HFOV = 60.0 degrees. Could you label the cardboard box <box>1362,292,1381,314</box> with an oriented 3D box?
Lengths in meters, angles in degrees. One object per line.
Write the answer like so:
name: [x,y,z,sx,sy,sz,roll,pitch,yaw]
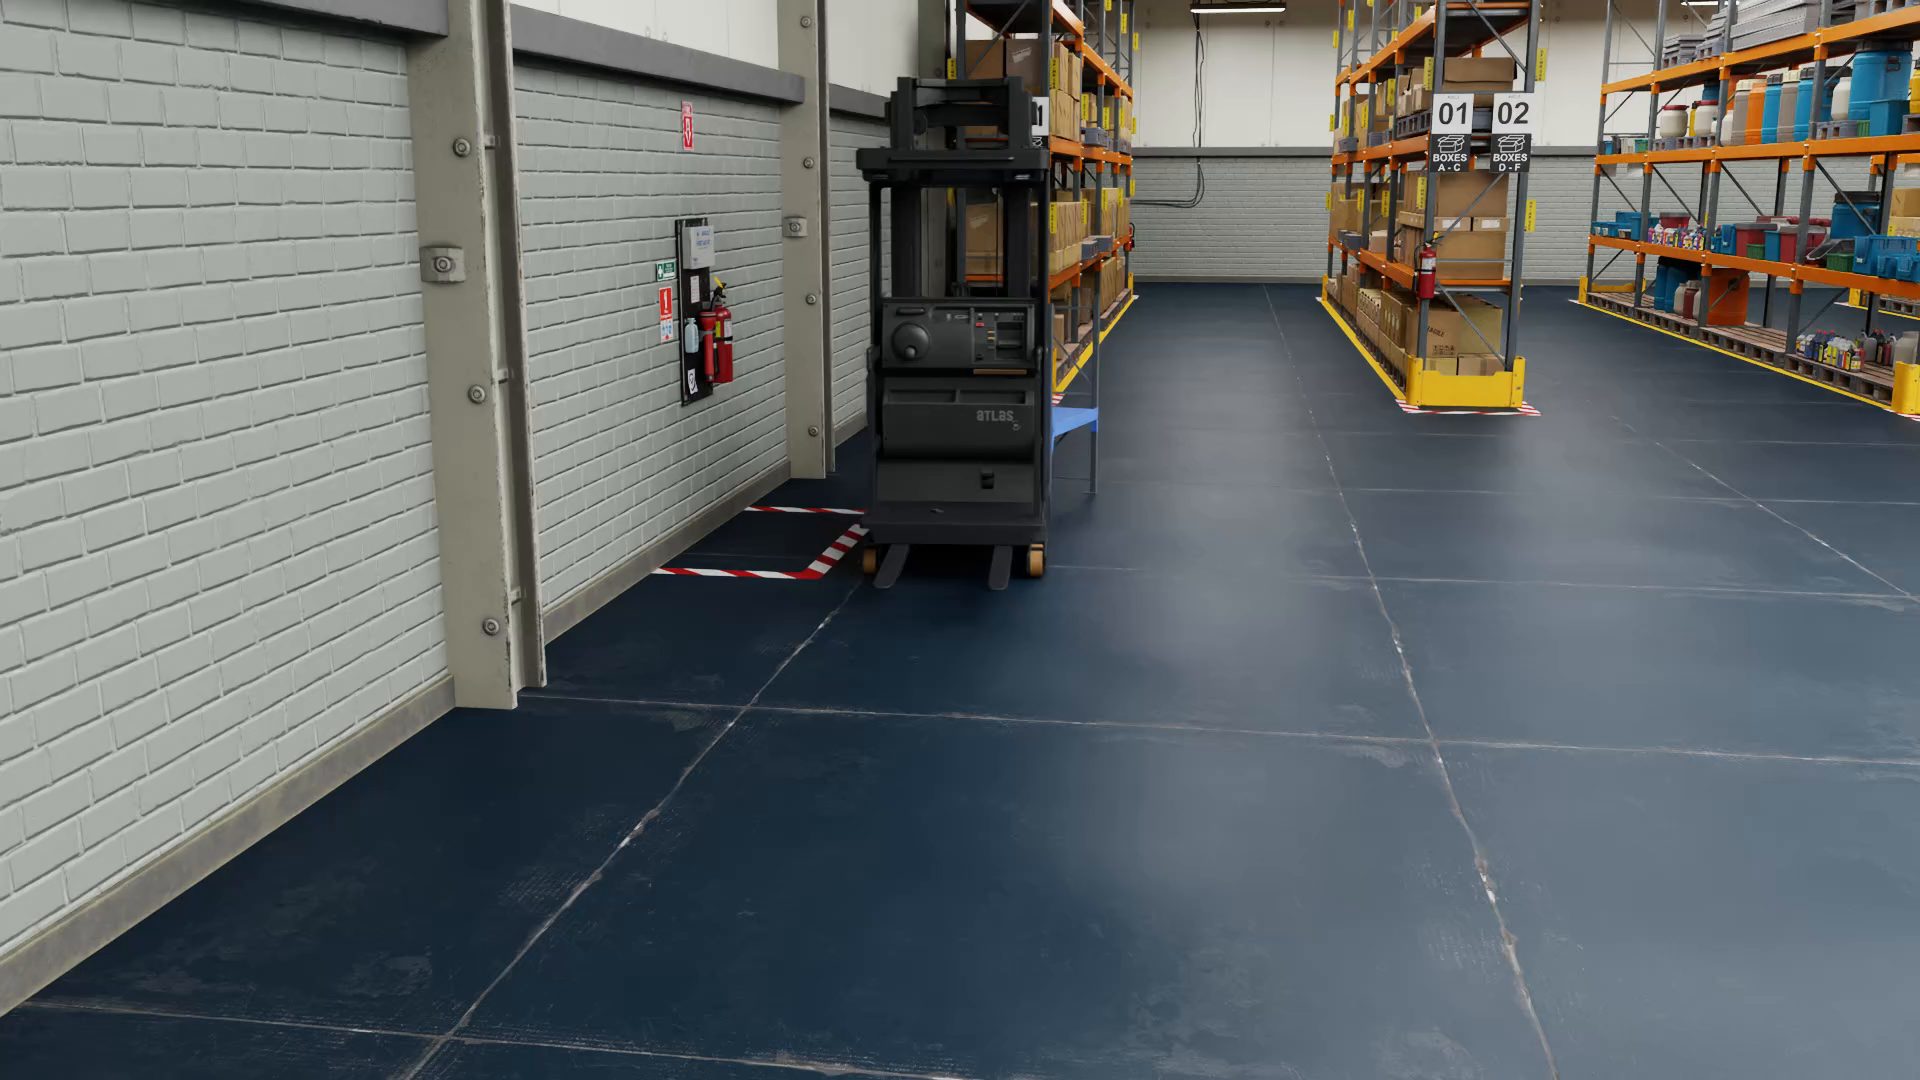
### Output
cardboard box: [6.064,-3.402,23.859,0.500,0.311,0.500,2,12,7]

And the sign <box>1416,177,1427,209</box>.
sign: [4.824,-3.619,17.356,0.100,0.325,0.005,2,12,9]

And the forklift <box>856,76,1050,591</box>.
forklift: [-0.021,-1.278,9.964,1.130,2.935,3.031,1,12,3]

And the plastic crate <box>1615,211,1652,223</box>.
plastic crate: [12.845,-6.057,31.752,0.616,0.435,0.499,2,12,9]

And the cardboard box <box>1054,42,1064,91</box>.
cardboard box: [0.889,-5.265,18.527,0.500,0.500,0.500,2,12,8]

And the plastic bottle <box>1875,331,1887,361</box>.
plastic bottle: [11.023,-2.325,19.905,0.144,0.351,0.185,1,12,6]

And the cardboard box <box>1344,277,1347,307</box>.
cardboard box: [6.817,-4.204,28.268,0.500,0.500,0.500,2,12,9]

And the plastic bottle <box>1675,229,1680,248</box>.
plastic bottle: [11.347,-4.766,26.265,0.061,0.283,0.133,2,12,9]

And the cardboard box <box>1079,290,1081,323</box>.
cardboard box: [1.440,-3.480,24.910,0.700,0.500,0.500,2,12,9]

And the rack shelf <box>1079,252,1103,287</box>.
rack shelf: [1.385,-3.974,24.020,1.077,0.370,4.000,2,12,9]

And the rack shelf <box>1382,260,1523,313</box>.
rack shelf: [5.665,-2.981,19.415,1.077,0.370,4.000,2,12,9]

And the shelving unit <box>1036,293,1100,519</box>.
shelving unit: [0.605,-1.006,12.102,0.538,1.500,1.048,5,13,22]

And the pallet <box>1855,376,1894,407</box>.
pallet: [10.347,-1.579,17.817,1.003,0.211,1.213,2,12,9]

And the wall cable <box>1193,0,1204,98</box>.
wall cable: [6.819,-11.369,37.769,3.097,2.526,0.112,2,12,9]

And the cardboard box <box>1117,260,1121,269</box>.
cardboard box: [2.837,-5.201,31.405,0.380,0.149,0.250,2,12,7]

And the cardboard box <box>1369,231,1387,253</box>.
cardboard box: [6.259,-4.359,24.310,0.500,0.311,0.500,2,12,8]

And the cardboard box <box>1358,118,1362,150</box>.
cardboard box: [6.780,-6.404,26.230,0.910,0.500,0.500,2,12,9]

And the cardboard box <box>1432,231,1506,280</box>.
cardboard box: [5.442,-3.062,17.846,0.700,0.500,0.500,2,12,9]

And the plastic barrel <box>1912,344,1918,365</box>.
plastic barrel: [10.277,-1.884,17.524,0.421,0.512,0.421,0,12,0]

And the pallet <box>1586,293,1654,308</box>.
pallet: [12.547,-4.553,31.617,1.003,0.211,1.213,2,12,9]

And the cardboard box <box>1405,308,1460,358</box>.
cardboard box: [5.146,-2.266,18.137,0.500,0.500,0.500,2,12,9]

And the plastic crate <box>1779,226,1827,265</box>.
plastic crate: [10.639,-3.730,21.030,0.402,0.464,0.583,2,12,9]

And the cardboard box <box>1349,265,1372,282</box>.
cardboard box: [6.658,-4.369,27.255,0.500,0.250,0.500,2,12,8]

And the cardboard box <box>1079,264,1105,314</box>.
cardboard box: [1.936,-4.045,26.749,0.750,0.750,0.750,2,12,8]

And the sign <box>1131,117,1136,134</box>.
sign: [3.457,-8.247,33.108,0.100,0.325,0.005,2,12,9]

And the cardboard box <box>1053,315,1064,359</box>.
cardboard box: [0.908,-2.480,20.272,0.700,0.500,0.500,1,12,5]

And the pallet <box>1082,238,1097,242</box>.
pallet: [1.429,-4.235,23.978,1.003,0.211,1.213,2,12,9]

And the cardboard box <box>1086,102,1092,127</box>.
cardboard box: [1.709,-6.573,25.971,0.700,0.500,0.500,1,12,4]

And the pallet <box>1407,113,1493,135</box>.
pallet: [5.677,-4.741,18.962,1.003,0.211,1.213,2,12,9]

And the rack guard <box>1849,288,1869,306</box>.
rack guard: [17.610,-4.709,31.656,1.175,0.500,0.348,2,12,9]

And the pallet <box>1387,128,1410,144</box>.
pallet: [6.096,-5.306,21.829,0.805,0.209,1.217,1,12,6]

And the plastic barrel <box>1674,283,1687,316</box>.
plastic barrel: [11.713,-3.868,26.729,0.421,0.512,0.421,0,12,0]

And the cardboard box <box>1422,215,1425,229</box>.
cardboard box: [5.347,-3.528,18.469,0.380,0.149,0.250,2,12,9]

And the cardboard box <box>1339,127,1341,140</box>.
cardboard box: [7.247,-7.474,30.604,0.500,0.250,0.500,2,12,9]

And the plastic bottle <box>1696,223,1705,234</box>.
plastic bottle: [12.108,-4.994,27.162,0.144,0.351,0.185,2,12,9]

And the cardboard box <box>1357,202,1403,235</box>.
cardboard box: [6.574,-4.971,25.705,0.700,0.500,0.500,-2,12,-10]

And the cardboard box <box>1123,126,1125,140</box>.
cardboard box: [2.767,-7.463,30.503,0.500,0.250,0.500,2,12,7]

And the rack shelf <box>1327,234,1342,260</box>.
rack shelf: [7.511,-5.479,31.006,1.077,0.370,4.000,2,12,9]

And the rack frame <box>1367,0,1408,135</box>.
rack frame: [6.588,-7.515,24.503,1.000,3.000,0.127,2,12,9]

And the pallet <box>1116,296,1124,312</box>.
pallet: [2.502,-4.367,30.756,1.003,0.211,1.213,2,12,9]

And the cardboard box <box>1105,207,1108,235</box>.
cardboard box: [2.110,-5.147,26.767,0.500,0.500,0.500,2,12,11]

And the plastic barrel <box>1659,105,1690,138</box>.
plastic barrel: [11.769,-6.890,27.405,0.433,0.535,0.433,0,12,0]

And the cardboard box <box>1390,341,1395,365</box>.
cardboard box: [5.367,-2.212,19.666,0.500,0.250,0.500,2,12,9]

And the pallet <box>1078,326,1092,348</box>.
pallet: [1.381,-2.963,24.240,1.003,0.211,1.213,2,12,9]

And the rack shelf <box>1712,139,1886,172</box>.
rack shelf: [11.174,-5.119,22.215,1.077,0.370,4.000,2,12,9]

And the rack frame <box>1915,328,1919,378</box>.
rack frame: [10.252,-2.755,16.659,1.000,3.000,0.127,2,12,9]

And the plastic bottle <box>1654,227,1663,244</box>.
plastic bottle: [11.593,-5.033,27.520,0.152,0.276,0.135,2,12,9]

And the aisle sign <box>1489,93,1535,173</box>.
aisle sign: [5.650,-4.164,17.024,0.394,0.787,0.004,2,12,9]

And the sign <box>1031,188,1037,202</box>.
sign: [1.144,-5.325,25.834,0.100,0.325,0.005,2,12,9]

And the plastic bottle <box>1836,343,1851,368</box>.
plastic bottle: [10.188,-2.116,19.113,0.152,0.276,0.135,2,12,7]

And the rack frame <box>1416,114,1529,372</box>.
rack frame: [5.358,-2.917,17.408,1.000,3.000,0.127,2,12,9]

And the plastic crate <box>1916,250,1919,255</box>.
plastic crate: [10.965,-3.276,19.429,0.499,0.251,0.616,2,12,9]

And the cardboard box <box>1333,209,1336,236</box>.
cardboard box: [7.336,-6.000,31.479,0.500,0.500,0.500,2,12,8]

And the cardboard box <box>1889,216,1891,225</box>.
cardboard box: [17.192,-5.798,30.428,0.500,0.250,0.500,2,12,8]

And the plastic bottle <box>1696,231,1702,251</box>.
plastic bottle: [11.158,-4.510,25.077,0.061,0.283,0.133,2,12,9]
